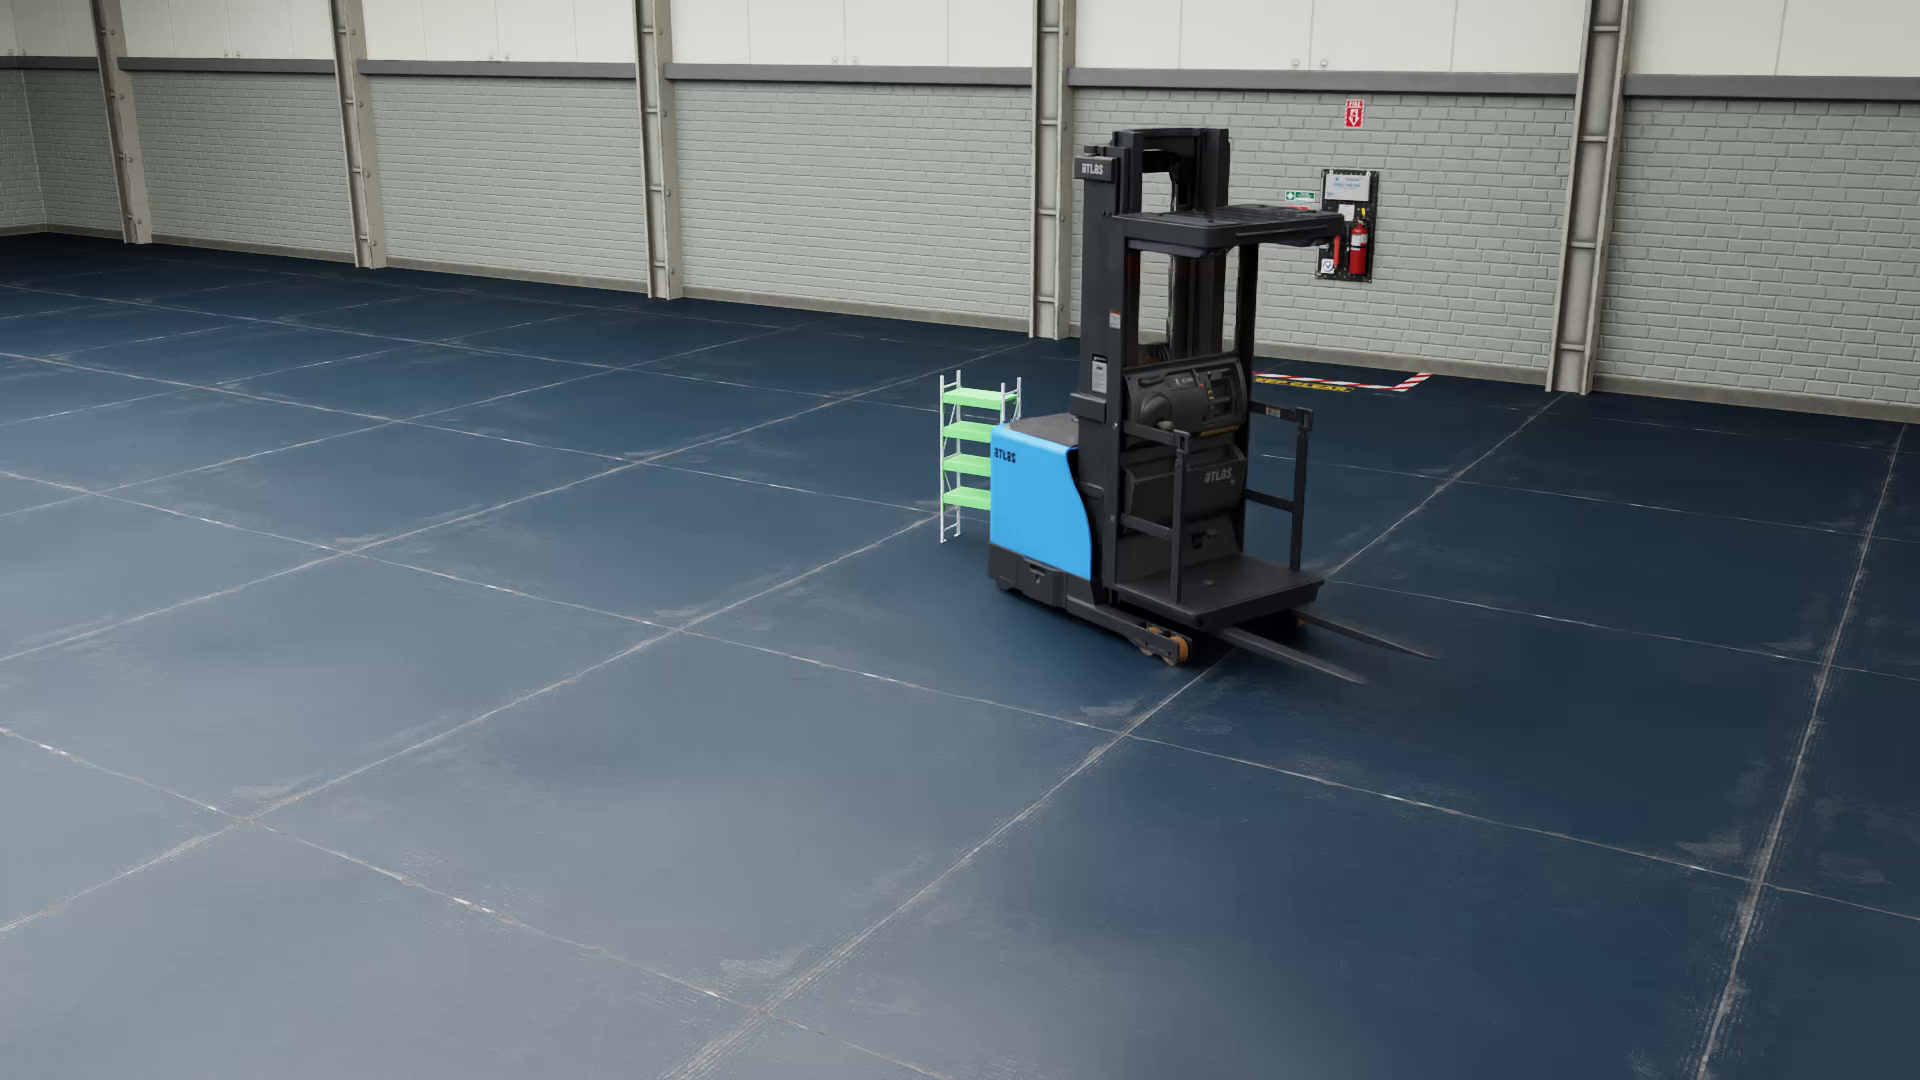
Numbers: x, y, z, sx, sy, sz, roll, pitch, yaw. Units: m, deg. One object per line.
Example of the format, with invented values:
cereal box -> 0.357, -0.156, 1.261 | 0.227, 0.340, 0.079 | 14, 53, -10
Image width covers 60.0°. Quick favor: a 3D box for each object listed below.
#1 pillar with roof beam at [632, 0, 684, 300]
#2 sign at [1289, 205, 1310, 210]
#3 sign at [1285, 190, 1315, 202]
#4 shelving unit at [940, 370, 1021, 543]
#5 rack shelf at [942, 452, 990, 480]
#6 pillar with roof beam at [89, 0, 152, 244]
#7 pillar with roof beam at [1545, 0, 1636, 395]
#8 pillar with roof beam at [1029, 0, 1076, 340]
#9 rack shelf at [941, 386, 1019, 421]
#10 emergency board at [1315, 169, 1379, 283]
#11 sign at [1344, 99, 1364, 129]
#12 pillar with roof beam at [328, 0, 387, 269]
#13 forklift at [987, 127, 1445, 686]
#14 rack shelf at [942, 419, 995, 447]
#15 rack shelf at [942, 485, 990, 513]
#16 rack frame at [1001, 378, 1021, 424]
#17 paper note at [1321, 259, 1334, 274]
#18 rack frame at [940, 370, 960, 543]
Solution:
pillar with roof beam -> -6.297, -6.584, 18.074 | 0.400, 9.000, 9.100 | 10, 20, 30
sign -> 3.678, -3.467, 18.072 | 0.234, 0.329, 0.001 | 10, 20, 30
sign -> 3.677, -3.717, 17.985 | 0.331, 0.109, 0.001 | 10, 20, 30
shelving unit -> 0.141, -0.549, 11.624 | 0.503, 1.200, 0.258 | 10, 20, 30
rack shelf -> 0.141, -0.488, 11.643 | 0.480, 0.148, 0.258 | 10, 20, 30
pillar with roof beam -> -16.523, -8.410, 24.083 | 0.400, 9.000, 9.100 | 10, 20, 30
pillar with roof beam -> 3.928, -4.759, 12.065 | 0.400, 9.000, 9.100 | 10, 20, 30
pillar with roof beam -> -1.185, -5.672, 15.070 | 0.400, 9.000, 9.100 | 10, 20, 30
rack shelf -> 0.141, -0.947, 11.503 | 0.480, 0.148, 0.258 | 10, 20, 30
emergency board -> 4.095, -3.340, 17.716 | 0.643, 1.169, 0.194 | 10, 20, 30
sign -> 4.141, -4.475, 17.464 | 0.199, 0.298, 0.001 | 10, 20, 30
pillar with roof beam -> -11.410, -7.497, 21.079 | 0.400, 9.000, 9.100 | 10, 20, 30
forklift -> 1.463, -0.847, 9.628 | 1.130, 2.935, 3.031 | -12, 21, -35
rack shelf -> 0.141, -0.717, 11.573 | 0.480, 0.148, 0.258 | 10, 20, 30
rack shelf -> 0.141, -0.258, 11.712 | 0.480, 0.148, 0.258 | 10, 20, 30
rack frame -> 0.349, -0.512, 11.502 | 0.015, 1.200, 0.240 | 10, 20, 30
paper note -> 3.981, -2.963, 17.989 | 0.142, 0.148, 0.016 | 10, 20, 30
rack frame -> -0.067, -0.586, 11.746 | 0.015, 1.200, 0.240 | 10, 20, 30
